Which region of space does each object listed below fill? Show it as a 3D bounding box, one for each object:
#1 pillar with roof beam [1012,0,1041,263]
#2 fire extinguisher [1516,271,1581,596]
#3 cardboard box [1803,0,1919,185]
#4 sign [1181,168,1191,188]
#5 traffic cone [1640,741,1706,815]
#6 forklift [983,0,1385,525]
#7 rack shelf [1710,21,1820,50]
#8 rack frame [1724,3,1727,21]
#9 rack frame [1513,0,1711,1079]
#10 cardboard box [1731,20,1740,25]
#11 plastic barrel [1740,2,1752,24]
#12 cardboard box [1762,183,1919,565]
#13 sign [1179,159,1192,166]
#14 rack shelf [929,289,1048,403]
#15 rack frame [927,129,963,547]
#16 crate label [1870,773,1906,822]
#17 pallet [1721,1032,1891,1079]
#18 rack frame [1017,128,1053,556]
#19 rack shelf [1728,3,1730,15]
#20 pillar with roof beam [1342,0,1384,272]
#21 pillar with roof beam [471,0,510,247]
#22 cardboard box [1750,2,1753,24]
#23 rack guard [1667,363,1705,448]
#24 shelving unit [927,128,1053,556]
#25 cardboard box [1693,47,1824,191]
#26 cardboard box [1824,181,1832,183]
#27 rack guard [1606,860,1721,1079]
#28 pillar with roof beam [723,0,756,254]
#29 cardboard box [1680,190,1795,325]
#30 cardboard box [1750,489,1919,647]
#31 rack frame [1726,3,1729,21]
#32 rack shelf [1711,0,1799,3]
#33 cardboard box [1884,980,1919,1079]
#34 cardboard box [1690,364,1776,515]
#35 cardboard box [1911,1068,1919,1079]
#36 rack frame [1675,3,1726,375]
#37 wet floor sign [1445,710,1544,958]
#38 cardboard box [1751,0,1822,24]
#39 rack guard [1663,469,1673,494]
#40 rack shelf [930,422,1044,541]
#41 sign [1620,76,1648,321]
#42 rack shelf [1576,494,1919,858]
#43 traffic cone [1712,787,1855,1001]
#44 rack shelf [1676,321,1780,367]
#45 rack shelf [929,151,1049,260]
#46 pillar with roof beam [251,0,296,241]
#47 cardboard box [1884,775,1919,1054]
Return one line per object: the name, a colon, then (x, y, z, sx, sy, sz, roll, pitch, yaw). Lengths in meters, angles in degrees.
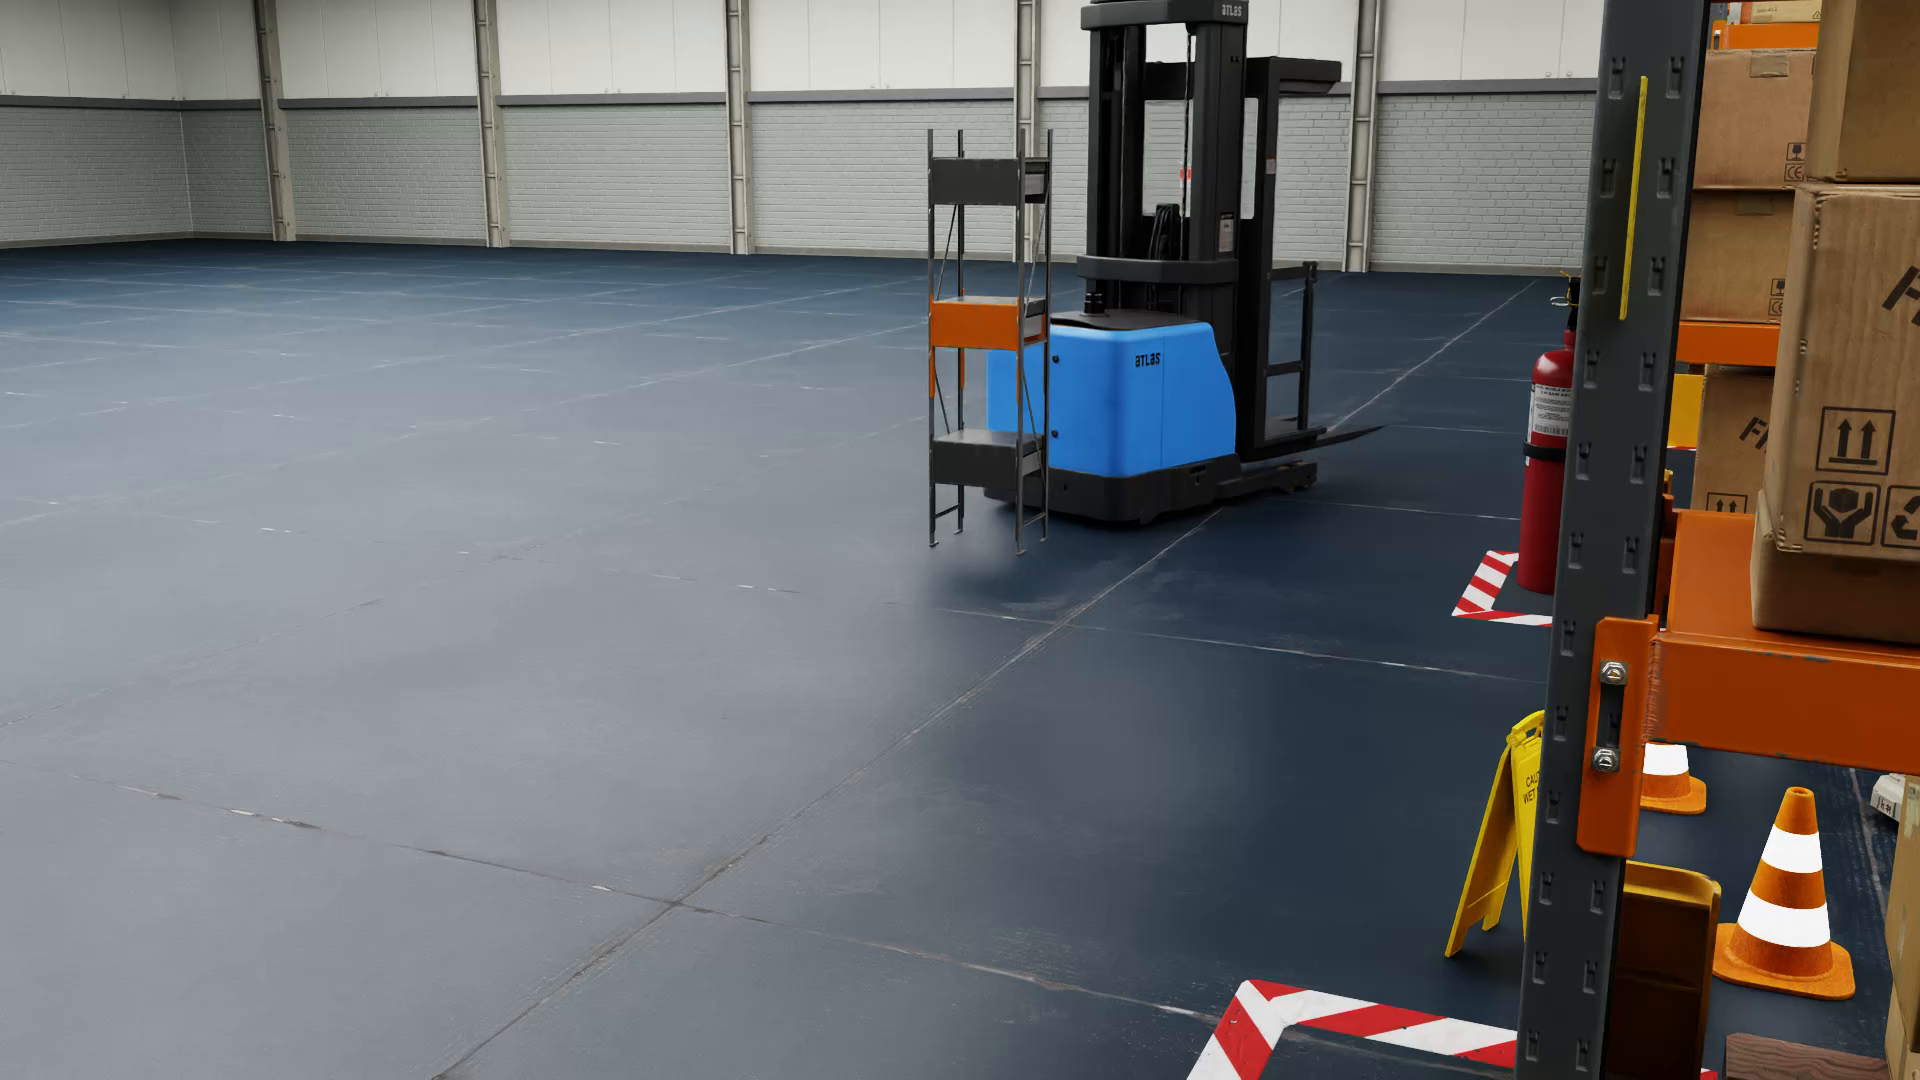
pillar with roof beam: (-0.541, -8.583, 25.636, 0.400, 9.000, 9.100, 6, 14, 23)
fire extinguisher: (1.233, -0.231, 3.344, 0.183, 0.674, 0.296, 6, 14, 23)
cardboard box: (1.706, -0.841, 2.713, 0.500, 0.500, 0.700, 5, 14, 22)
sign: (3.980, -6.334, 29.102, 0.234, 0.329, 0.001, 6, 14, 23)
traffic cone: (2.205, 0.580, 5.270, 0.334, 0.463, 0.336, 6, 14, 23)
forklift: (1.522, -1.776, 9.906, 1.130, 2.935, 3.031, 13, 18, 43)
rack shelf: (6.993, -3.157, 10.652, 4.000, 0.370, 1.077, 6, 14, 23)
rack frame: (7.171, -6.187, 15.424, 0.127, 3.000, 1.000, 6, 14, 23)
rack frame: (1.151, -0.162, 2.880, 0.127, 3.000, 1.000, 6, 14, 23)
cardboard box: (11.437, -7.255, 24.089, 0.500, 0.500, 0.500, 5, 14, 19)
plastic barrel: (7.666, -5.122, 15.591, 0.708, 0.830, 0.600, 6, 14, 23)
cardboard box: (1.471, -0.254, 2.401, 0.500, 0.500, 0.500, 6, 14, 22)
sign: (3.981, -6.589, 29.032, 0.331, 0.109, 0.001, 6, 14, 23)
rack shelf: (0.151, -0.994, 8.453, 0.480, 0.518, 0.431, 6, 14, 23)
rack frame: (-0.072, -1.029, 8.546, 0.015, 2.100, 0.400, 6, 14, 23)
crate label: (2.949, 0.798, 5.053, 0.298, 0.136, 0.250, -1, 13, -6)
pallet: (1.949, 1.285, 2.816, 1.213, 0.211, 1.003, 6, 14, 23)
rack frame: (0.374, -0.984, 8.353, 0.015, 2.100, 0.400, 6, 14, 23)
rack shelf: (13.012, -7.720, 23.536, 4.000, 0.370, 1.077, 6, 14, 23)
pillar with roof beam: (4.944, -8.028, 23.270, 0.400, 9.000, 9.100, 6, 14, 23)
pillar with roof beam: (-11.513, -9.694, 30.368, 0.400, 9.000, 9.100, 6, 14, 23)
cardboard box: (5.708, -3.628, 11.411, 0.500, 0.250, 0.500, 6, 15, 25)
rack guard: (5.234, -1.008, 11.956, 0.348, 0.500, 1.175, 6, 14, 23)
shelving unit: (0.151, -1.007, 8.450, 0.503, 2.100, 0.431, 6, 14, 23)
cardboard box: (3.387, -1.762, 7.004, 0.550, 0.550, 0.875, 6, 14, 23)
cardboard box: (1.758, -0.363, 2.865, 0.500, 0.500, 0.500, 6, 14, 22)
rack guard: (1.220, 1.062, 3.135, 0.348, 0.500, 1.175, 6, 14, 23)
pillar with roof beam: (-6.027, -9.139, 28.002, 0.400, 9.000, 9.100, 6, 14, 23)
cardboard box: (3.421, -1.254, 7.202, 0.550, 0.550, 0.875, 6, 14, 23)
cardboard box: (1.377, 0.035, 2.590, 0.250, 0.149, 0.380, 6, 14, 23)
rack frame: (9.180, -7.221, 19.832, 0.127, 3.000, 1.000, 6, 14, 23)
rack shelf: (4.892, -2.130, 6.276, 4.000, 0.370, 1.077, 6, 14, 23)
cardboard box: (2.021, 0.993, 3.057, 0.500, 0.250, 0.500, 6, 14, 23)
cardboard box: (3.710, -0.326, 7.312, 0.875, 0.875, 0.875, 6, 14, 24)
cardboard box: (1.776, 1.104, 2.581, 0.500, 0.250, 0.500, 6, 14, 23)
rack frame: (5.165, -2.232, 11.701, 0.127, 3.000, 1.000, 6, 14, 23)
wet floor sign: (1.410, 0.743, 4.176, 0.232, 0.644, 0.267, 12, 18, 42)
cardboard box: (5.500, -3.521, 10.955, 0.500, 0.250, 0.500, 6, 15, 25)
rack guard: (3.041, 0.009, 7.621, 0.348, 0.500, 1.175, 6, 14, 23)
rack shelf: (0.151, -0.312, 8.613, 0.480, 0.518, 0.431, 6, 14, 23)
sign: (0.931, -0.470, 2.298, 0.005, 0.325, 0.100, 6, 14, 23)
rack shelf: (2.979, 0.373, 2.173, 4.000, 0.370, 1.077, 6, 14, 23)
traffic cone: (2.066, 0.843, 4.148, 0.334, 0.463, 0.336, 6, 14, 23)
rack shelf: (4.892, -0.670, 6.619, 4.000, 0.370, 1.077, 6, 14, 23)
rack shelf: (0.151, -1.675, 8.293, 0.480, 0.518, 0.431, 6, 14, 23)
pillar with roof beam: (-16.999, -10.249, 32.734, 0.400, 9.000, 9.100, 6, 14, 23)
cardboard box: (1.989, 0.627, 2.976, 0.500, 0.500, 0.500, 6, 14, 24)
